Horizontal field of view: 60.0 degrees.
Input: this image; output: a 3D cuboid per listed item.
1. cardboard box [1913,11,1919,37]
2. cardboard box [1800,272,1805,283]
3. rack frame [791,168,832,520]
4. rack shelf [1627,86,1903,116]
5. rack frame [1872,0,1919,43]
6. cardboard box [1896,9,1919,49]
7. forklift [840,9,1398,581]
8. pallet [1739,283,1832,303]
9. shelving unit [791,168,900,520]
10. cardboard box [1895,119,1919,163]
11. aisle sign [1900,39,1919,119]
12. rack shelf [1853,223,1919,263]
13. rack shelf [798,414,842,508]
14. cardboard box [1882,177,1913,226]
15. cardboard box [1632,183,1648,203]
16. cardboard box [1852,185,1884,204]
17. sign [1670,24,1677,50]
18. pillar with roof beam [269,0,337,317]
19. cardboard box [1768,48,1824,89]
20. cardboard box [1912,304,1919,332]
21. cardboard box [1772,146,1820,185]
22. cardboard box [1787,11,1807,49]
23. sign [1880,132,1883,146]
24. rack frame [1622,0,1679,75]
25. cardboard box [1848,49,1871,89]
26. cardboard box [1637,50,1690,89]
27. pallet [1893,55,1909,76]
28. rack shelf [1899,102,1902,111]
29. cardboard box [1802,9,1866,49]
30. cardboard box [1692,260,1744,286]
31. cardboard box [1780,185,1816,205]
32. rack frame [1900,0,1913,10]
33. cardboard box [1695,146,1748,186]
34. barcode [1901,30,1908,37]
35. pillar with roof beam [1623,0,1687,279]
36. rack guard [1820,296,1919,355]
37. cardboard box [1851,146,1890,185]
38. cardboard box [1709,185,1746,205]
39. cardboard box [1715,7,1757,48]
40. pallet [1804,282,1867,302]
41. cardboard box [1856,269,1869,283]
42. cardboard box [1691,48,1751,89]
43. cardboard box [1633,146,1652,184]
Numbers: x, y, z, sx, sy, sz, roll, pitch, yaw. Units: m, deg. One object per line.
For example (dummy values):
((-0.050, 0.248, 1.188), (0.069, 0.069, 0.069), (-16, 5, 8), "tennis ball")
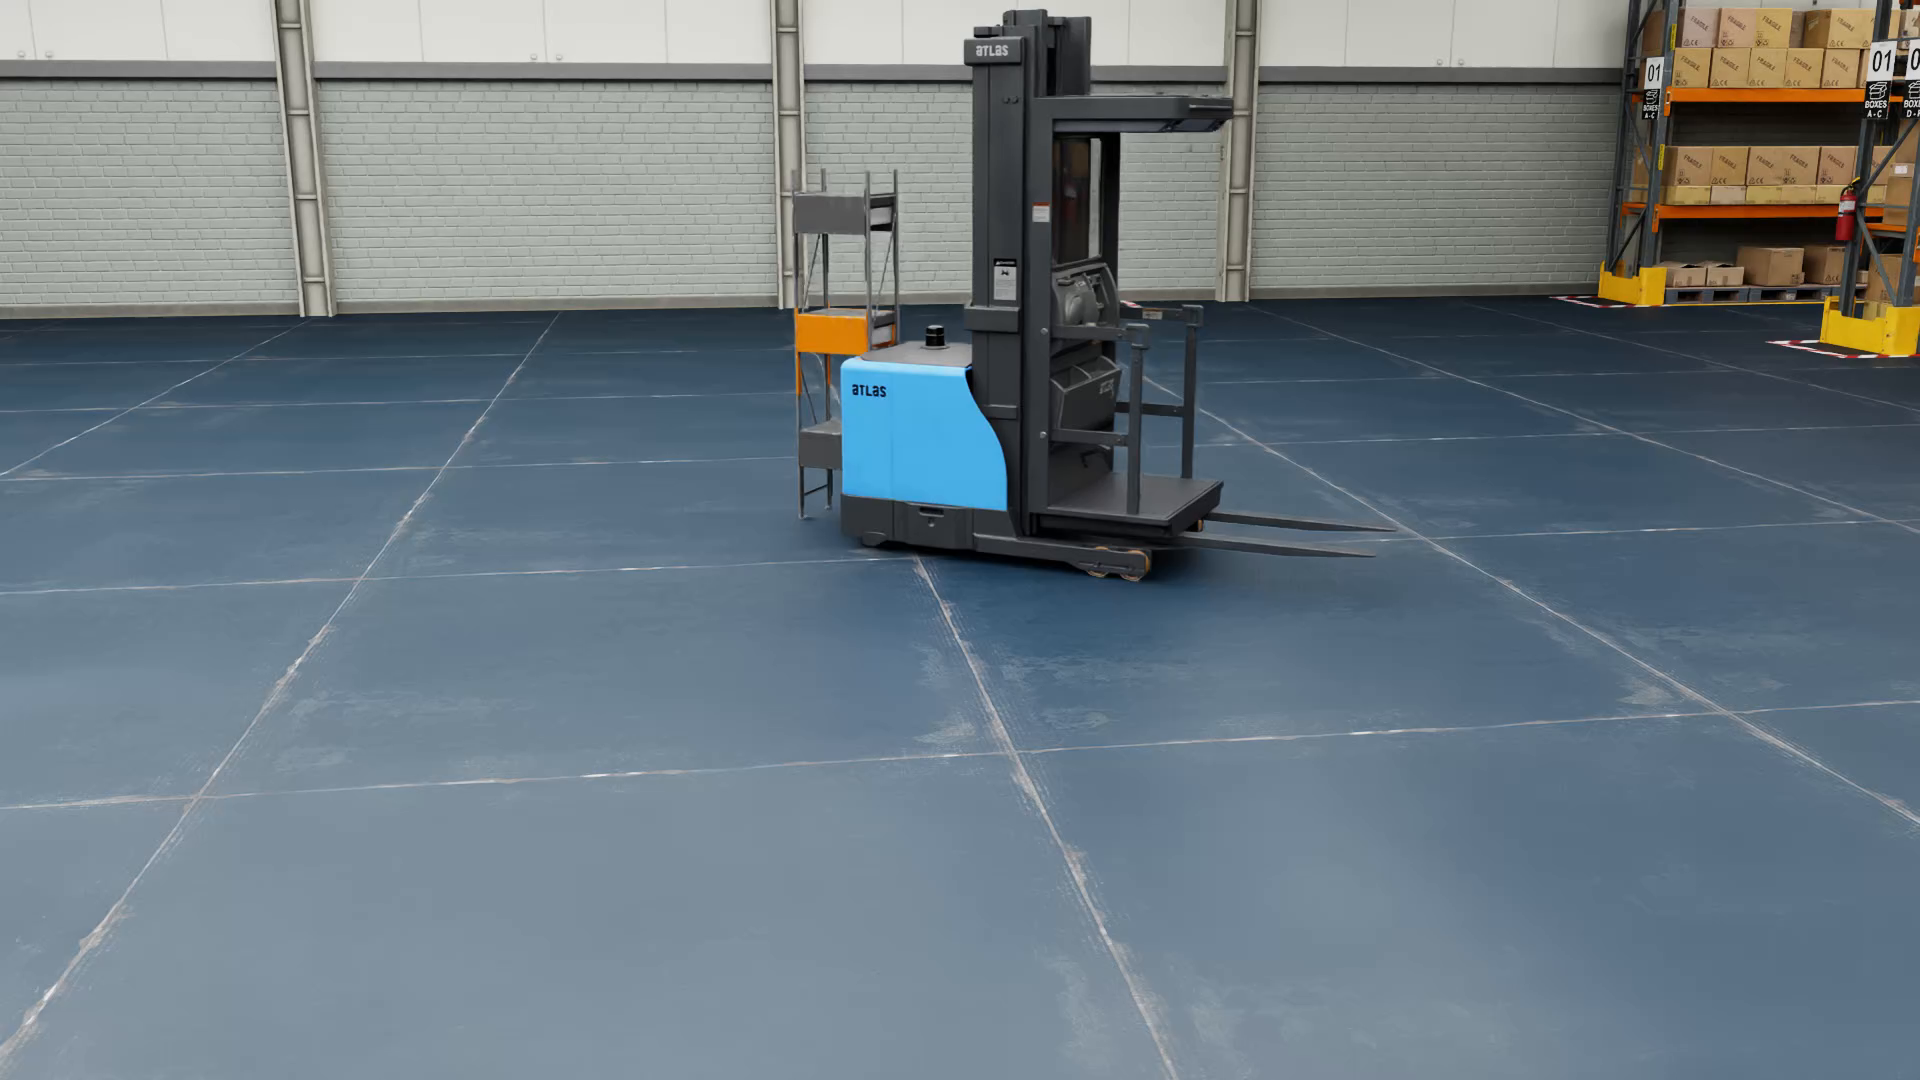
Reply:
((10.413, -5.333, 17.289), (0.637, 0.503, 0.797), (-1, 14, -4), "cardboard box")
((11.473, -3.650, 23.066), (0.250, 0.149, 0.380), (-3, 14, -13), "cardboard box")
((-0.901, -1.186, 10.132), (0.015, 2.100, 0.400), (6, 15, 23), "rack frame")
((11.080, -5.906, 22.418), (4.000, 0.370, 1.077), (-2, 14, -8), "rack shelf")
((9.844, -6.446, 16.926), (0.127, 3.000, 1.000), (-2, 14, -8), "rack frame")
((12.603, -6.787, 22.151), (0.500, 0.500, 0.500), (-3, 14, -13), "cardboard box")
((0.875, -1.349, 9.074), (3.031, 2.935, 1.130), (6, 15, 23), "forklift")
((11.190, -3.442, 23.013), (1.213, 0.211, 1.003), (-2, 14, -8), "pallet")
((-0.678, -1.161, 10.036), (0.503, 2.100, 0.431), (6, 15, 23), "shelving unit")
((10.360, -4.230, 17.548), (0.500, 0.500, 0.700), (-2, 14, -8), "cardboard box")
((9.825, -4.721, 17.036), (0.004, 0.787, 0.394), (-2, 14, -8), "aisle sign")
((11.822, -3.260, 18.032), (4.000, 0.370, 1.077), (-2, 14, -8), "rack shelf")
((-0.678, -0.469, 10.209), (0.480, 0.518, 0.431), (6, 15, 23), "rack shelf")
((10.307, -3.598, 17.699), (0.500, 0.500, 0.700), (-2, 14, -8), "cardboard box")
((9.536, -4.728, 22.676), (0.500, 0.250, 0.500), (-2, 14, -7), "cardboard box")
((12.140, -4.703, 22.577), (0.500, 0.250, 0.500), (-2, 14, -8), "cardboard box")
((9.183, -6.476, 21.415), (0.005, 0.325, 0.100), (-2, 14, -8), "sign")
((-7.492, -6.183, 15.877), (0.400, 9.000, 9.100), (-2, 14, -8), "pillar with roof beam")
((11.046, -6.248, 22.055), (0.500, 0.500, 0.500), (-1, 14, -5), "cardboard box")
((10.407, -2.372, 17.803), (0.500, 0.250, 0.500), (-2, 14, -8), "cardboard box")
((11.130, -5.028, 22.328), (0.500, 0.500, 0.500), (-2, 14, -7), "cardboard box")
((11.017, -6.856, 22.423), (0.500, 0.500, 0.500), (-2, 14, -8), "cardboard box")
((12.971, -5.568, 23.375), (0.005, 0.325, 0.100), (-2, 14, -8), "sign")
((9.102, -7.637, 21.677), (0.127, 3.000, 1.000), (-2, 14, -8), "rack frame")
((12.093, -6.293, 22.234), (0.500, 0.500, 0.500), (-3, 14, -13), "cardboard box")
((9.477, -6.317, 22.330), (0.500, 0.500, 0.500), (-1, 14, -4), "cardboard box")
((10.547, -4.968, 17.379), (1.213, 0.211, 1.003), (-2, 14, -8), "pallet")
((15.035, -6.051, 22.996), (4.000, 0.370, 1.077), (-2, 14, -8), "rack shelf")
((11.547, -6.743, 21.976), (0.500, 0.500, 0.500), (-3, 14, -10), "cardboard box")
((10.364, -3.661, 22.776), (0.500, 0.311, 0.500), (-1, 14, -4), "cardboard box")
((11.148, -4.663, 22.416), (0.500, 0.250, 0.500), (-2, 14, -8), "cardboard box")
((13.058, -7.782, 22.255), (0.127, 3.000, 1.000), (-2, 14, -8), "rack frame")
((10.109, -4.989, 22.173), (0.500, 0.500, 0.500), (-2, 14, -8), "cardboard box")
((10.070, -5.400, 17.726), (0.075, 0.075, 0.001), (-2, 14, -8), "barcode")
((10.307, -6.835, 18.478), (0.400, 9.000, 9.100), (-2, 14, -8), "pillar with roof beam")
((9.820, -2.323, 17.956), (0.348, 0.500, 1.175), (-2, 14, -8), "rack guard")
((12.143, -5.062, 22.466), (0.500, 0.500, 0.500), (-2, 14, -9), "cardboard box")
((10.143, -4.628, 22.277), (0.500, 0.250, 0.500), (-3, 14, -10), "cardboard box")
((10.023, -6.687, 21.752), (0.500, 0.500, 0.500), (-2, 14, -9), "cardboard box")
((12.399, -3.487, 23.193), (1.213, 0.211, 1.003), (-2, 14, -8), "pallet")
((12.533, -3.685, 23.169), (0.250, 0.166, 0.380), (-4, 15, -16), "cardboard box")
((10.007, -6.204, 21.879), (0.500, 0.500, 0.500), (-1, 14, -5), "cardboard box")
((9.537, -5.096, 22.603), (0.500, 0.500, 0.500), (-2, 14, -9), "cardboard box")
